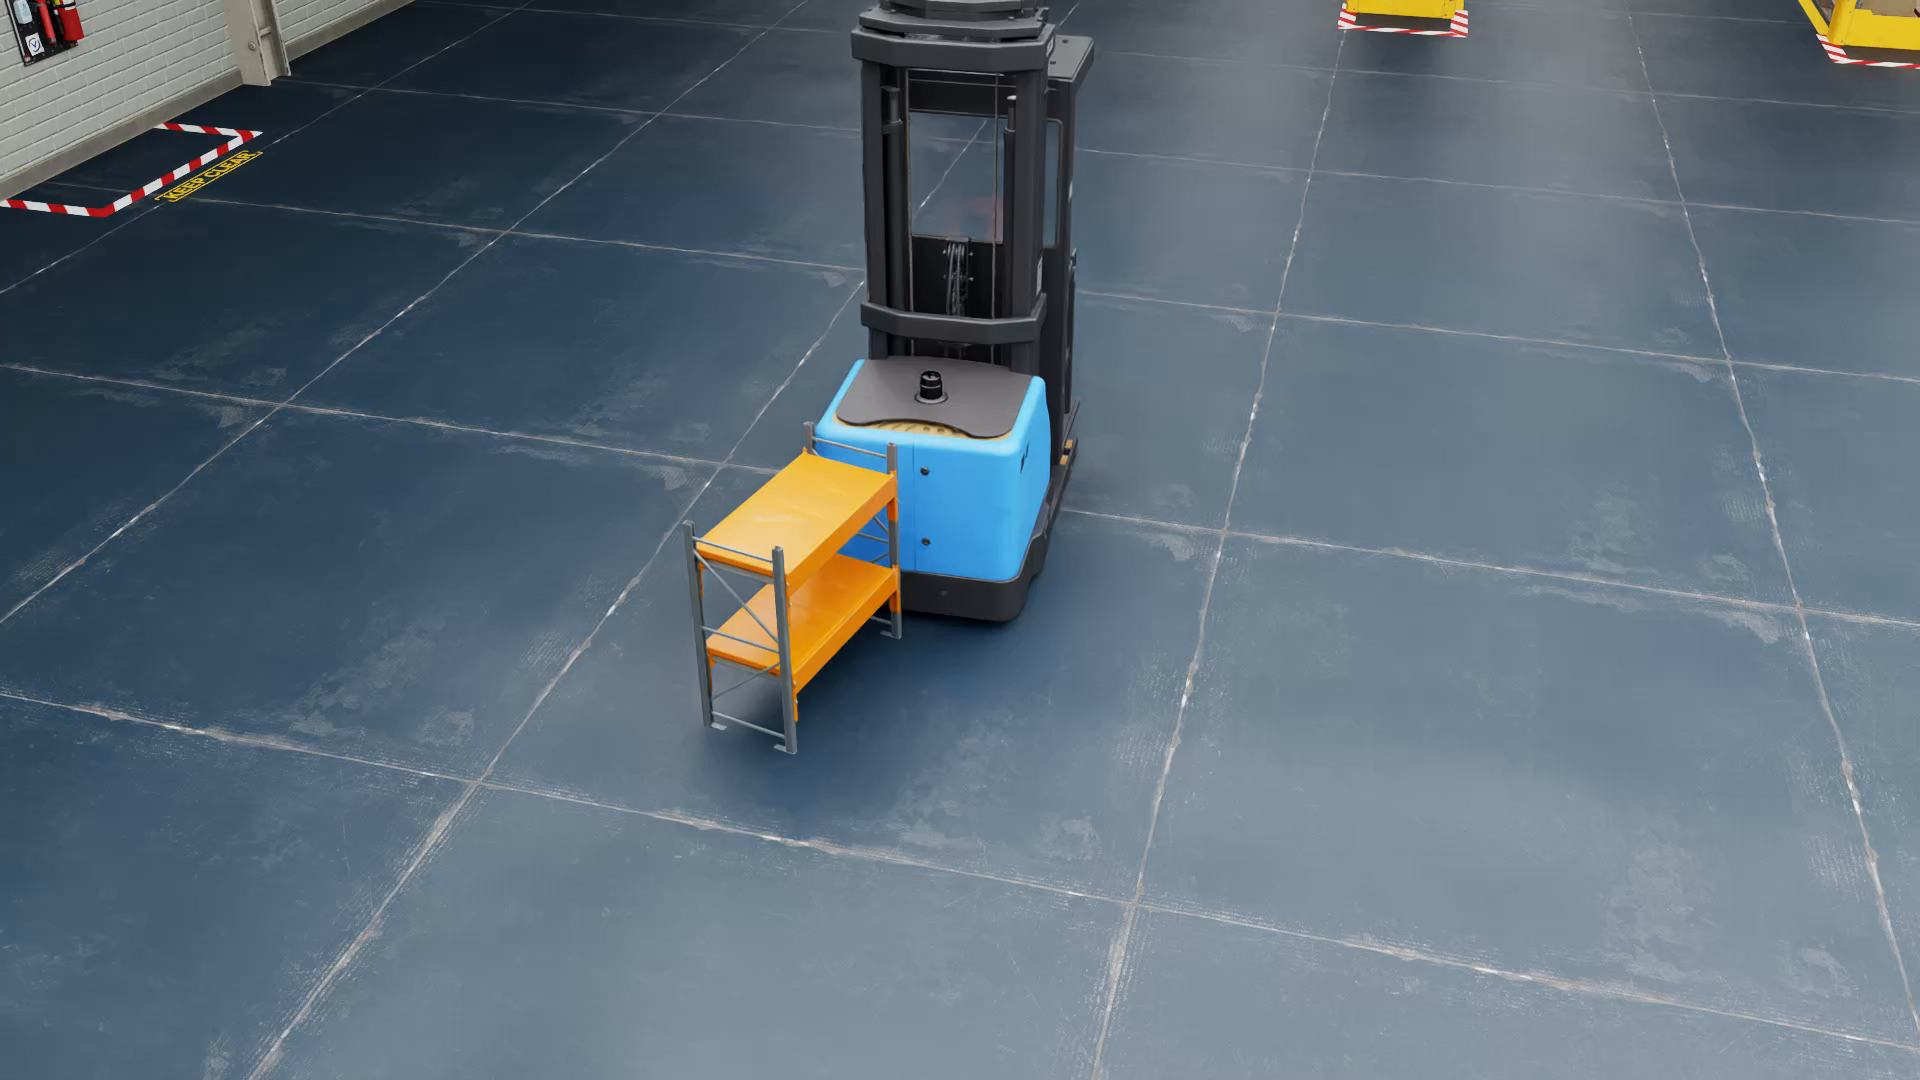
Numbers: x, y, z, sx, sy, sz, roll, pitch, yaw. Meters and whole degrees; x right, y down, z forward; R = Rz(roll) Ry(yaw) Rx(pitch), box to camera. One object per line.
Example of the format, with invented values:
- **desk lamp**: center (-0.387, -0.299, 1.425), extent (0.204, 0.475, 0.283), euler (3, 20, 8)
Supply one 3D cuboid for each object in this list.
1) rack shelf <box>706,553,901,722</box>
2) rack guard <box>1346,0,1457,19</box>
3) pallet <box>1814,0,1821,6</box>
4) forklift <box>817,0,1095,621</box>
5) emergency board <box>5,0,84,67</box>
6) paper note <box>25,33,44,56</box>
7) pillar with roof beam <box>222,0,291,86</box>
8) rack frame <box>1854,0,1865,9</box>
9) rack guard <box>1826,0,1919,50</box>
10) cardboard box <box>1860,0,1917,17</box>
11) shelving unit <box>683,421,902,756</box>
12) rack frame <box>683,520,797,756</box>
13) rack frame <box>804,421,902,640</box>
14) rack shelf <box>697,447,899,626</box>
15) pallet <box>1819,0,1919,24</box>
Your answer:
- **rack shelf**: center (-0.755, 0.417, 8.002), extent (0.538, 0.278, 1.000), euler (15, 35, 22)
- **rack guard**: center (4.893, -6.090, 18.364), extent (1.175, 0.500, 0.348), euler (8, 33, 12)
- **pallet**: center (10.281, -6.336, 19.019), extent (1.003, 0.211, 1.213), euler (8, 33, 12)
- **forklift**: center (0.089, -1.604, 9.042), extent (1.130, 2.935, 3.031), euler (7, 33, 10)
- **emergency board**: center (-7.510, -4.538, 13.593), extent (0.194, 1.169, 0.643), euler (8, 33, 12)
- **paper note**: center (-7.621, -4.084, 13.700), extent (0.016, 0.148, 0.142), euler (8, 33, 12)
- **pillar with roof beam**: center (-2.681, -7.761, 13.071), extent (9.100, 9.000, 0.400), euler (8, 33, 12)
- **rack frame**: center (9.710, -6.425, 16.561), extent (1.000, 3.000, 0.127), euler (8, 33, 12)
- **rack guard**: center (9.729, -5.410, 17.293), extent (1.175, 0.500, 0.348), euler (8, 33, 12)
- **cardboard box**: center (9.884, -5.869, 17.625), extent (0.500, 0.500, 0.500), euler (14, 35, 21)
- **shelving unit**: center (-0.755, 0.210, 7.871), extent (0.538, 1.125, 1.048), euler (15, 35, 22)
- **rack frame**: center (-0.984, 0.454, 7.488), extent (0.500, 1.125, 0.032), euler (15, 35, 22)
- **rack frame**: center (-0.526, -0.033, 8.254), extent (0.500, 1.125, 0.032), euler (15, 35, 22)
- **rack shelf**: center (-0.755, -0.037, 7.714), extent (0.538, 0.278, 1.000), euler (15, 35, 22)
- **pallet**: center (9.969, -5.704, 18.026), extent (1.003, 0.211, 1.213), euler (8, 33, 12)
